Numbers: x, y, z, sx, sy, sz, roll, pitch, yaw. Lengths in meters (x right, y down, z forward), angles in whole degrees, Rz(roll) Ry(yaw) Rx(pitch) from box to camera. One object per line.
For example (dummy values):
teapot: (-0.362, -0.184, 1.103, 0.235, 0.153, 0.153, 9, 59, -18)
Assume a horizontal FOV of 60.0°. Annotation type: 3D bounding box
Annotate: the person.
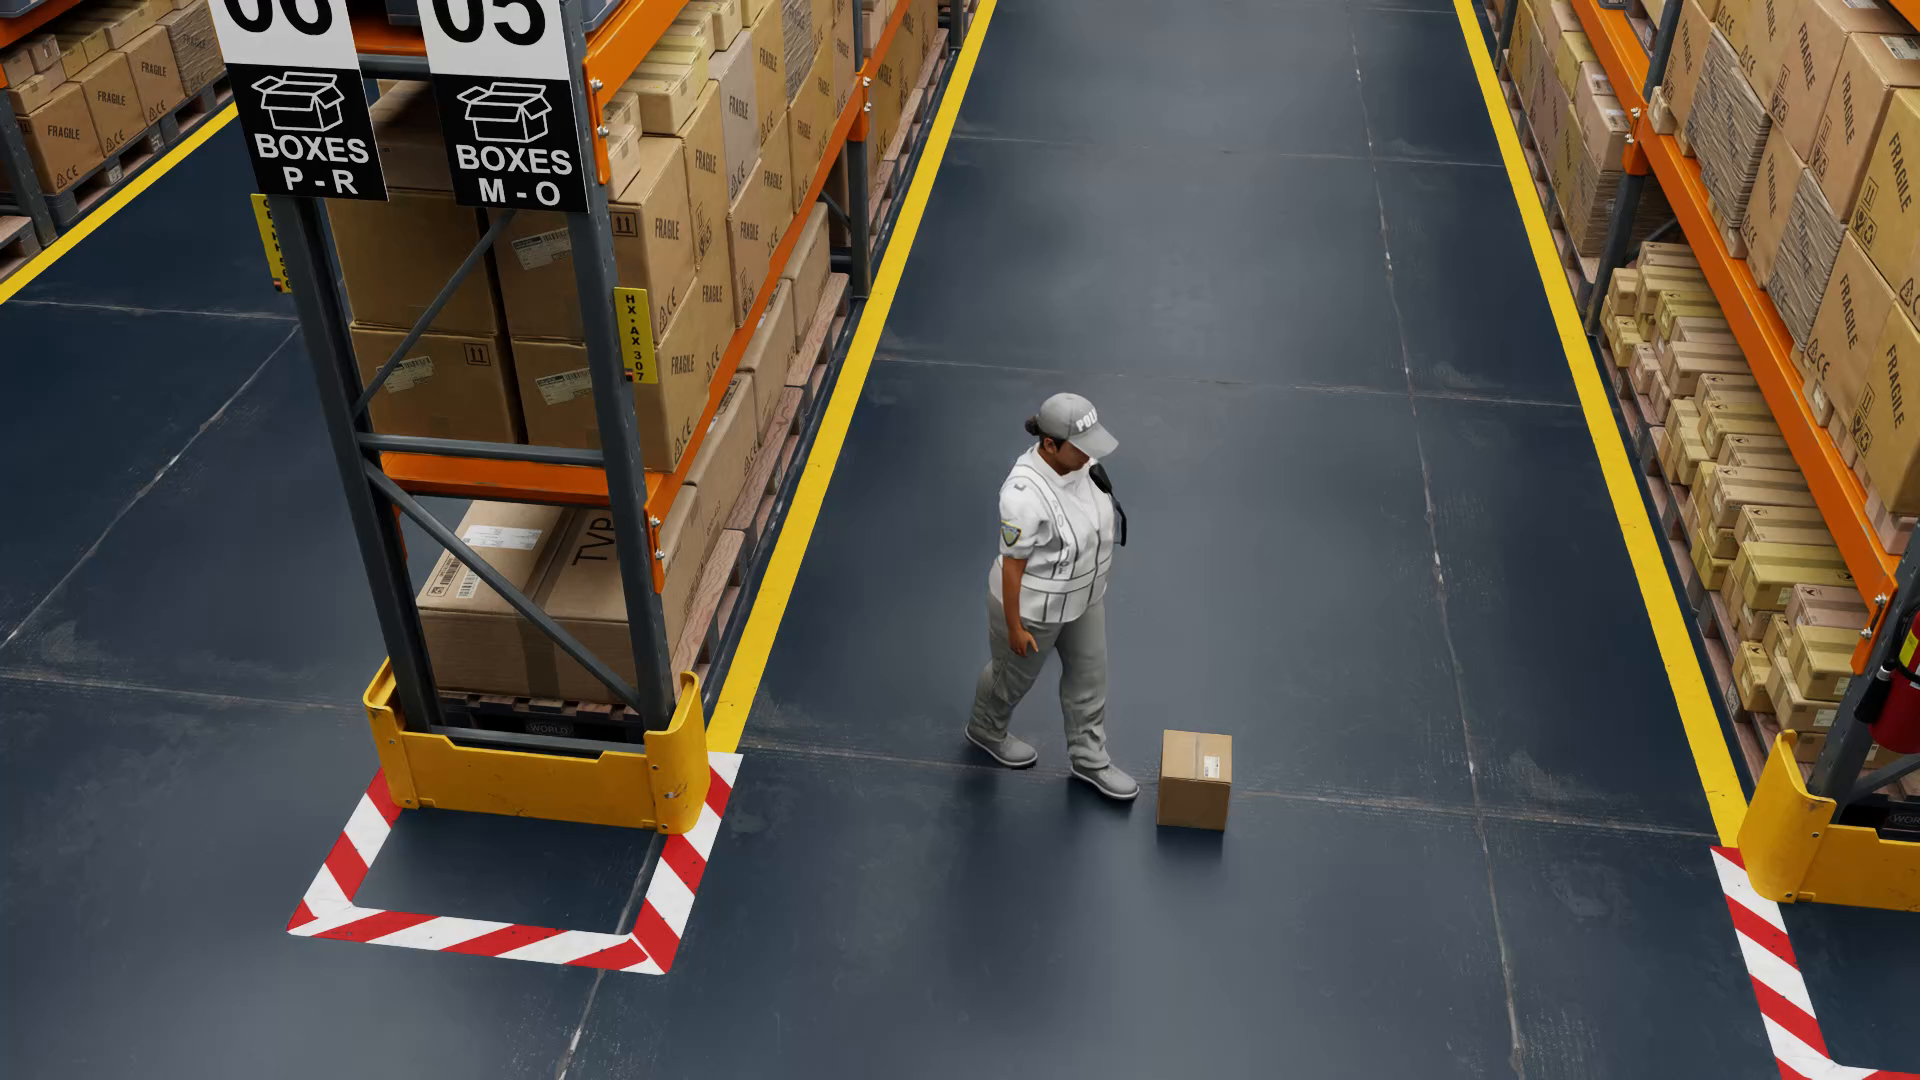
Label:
person: (0.350, 0.211, 5.856, 0.711, 1.654, 0.487, 26, 44, 31)
